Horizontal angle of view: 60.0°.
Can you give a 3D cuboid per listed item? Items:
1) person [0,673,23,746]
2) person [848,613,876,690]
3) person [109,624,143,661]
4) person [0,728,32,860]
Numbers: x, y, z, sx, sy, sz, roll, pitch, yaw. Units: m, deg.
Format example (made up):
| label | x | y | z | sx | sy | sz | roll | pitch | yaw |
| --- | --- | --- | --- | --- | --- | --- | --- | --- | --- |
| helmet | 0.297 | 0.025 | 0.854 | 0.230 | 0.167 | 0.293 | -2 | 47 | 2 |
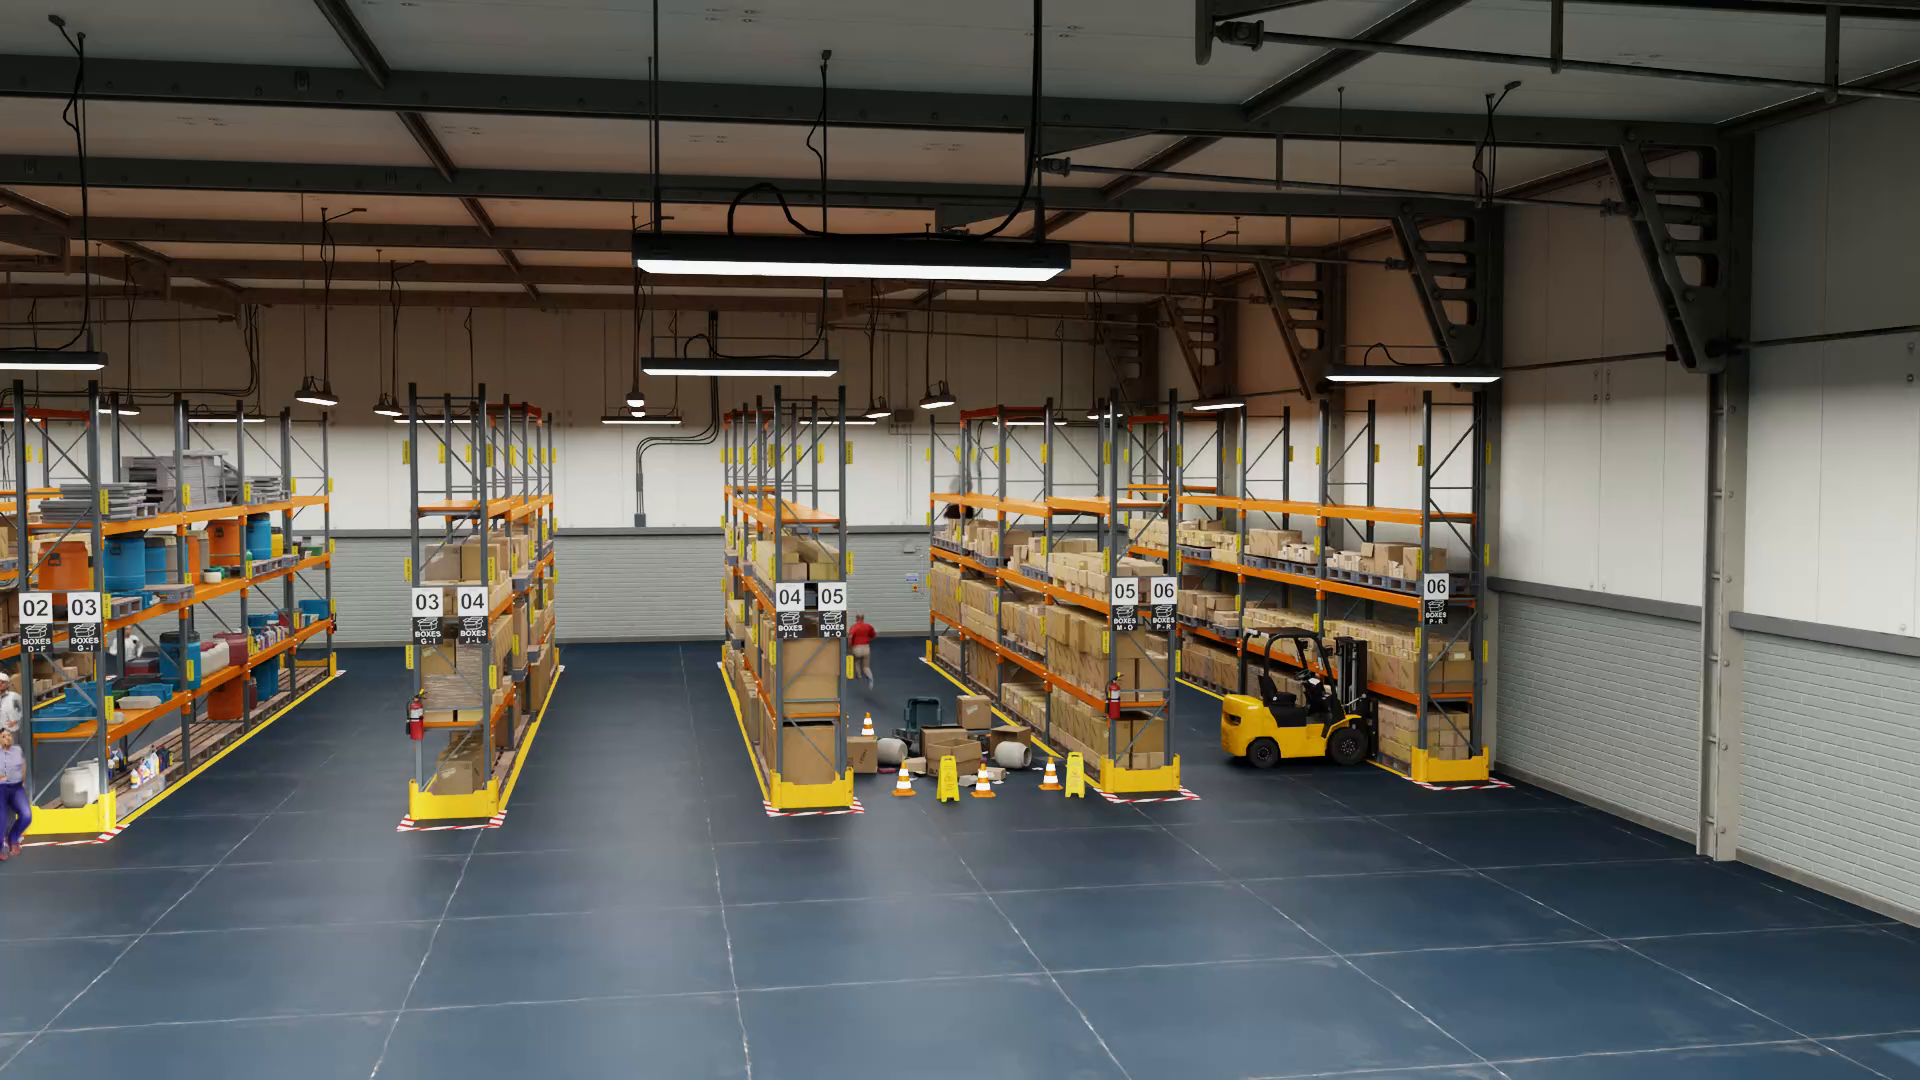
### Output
| label | x | y | z | sx | sy | sz | roll | pitch | yaw |
| --- | --- | --- | --- | --- | --- | --- | --- | --- | --- |
| person | -14.405 | 2.867 | 25.037 | 0.654 | 1.731 | 0.646 | -1 | 3 | -15 |
| person | -2.090 | 2.342 | 35.066 | 0.671 | 1.619 | 0.853 | -1 | 3 | -22 |
| person | -16.516 | 2.488 | 32.940 | 0.588 | 1.732 | 0.847 | -1 | 3 | -22 |
| person | -11.796 | 3.150 | 20.604 | 0.563 | 1.629 | 0.619 | 2 | 4 | 38 |
